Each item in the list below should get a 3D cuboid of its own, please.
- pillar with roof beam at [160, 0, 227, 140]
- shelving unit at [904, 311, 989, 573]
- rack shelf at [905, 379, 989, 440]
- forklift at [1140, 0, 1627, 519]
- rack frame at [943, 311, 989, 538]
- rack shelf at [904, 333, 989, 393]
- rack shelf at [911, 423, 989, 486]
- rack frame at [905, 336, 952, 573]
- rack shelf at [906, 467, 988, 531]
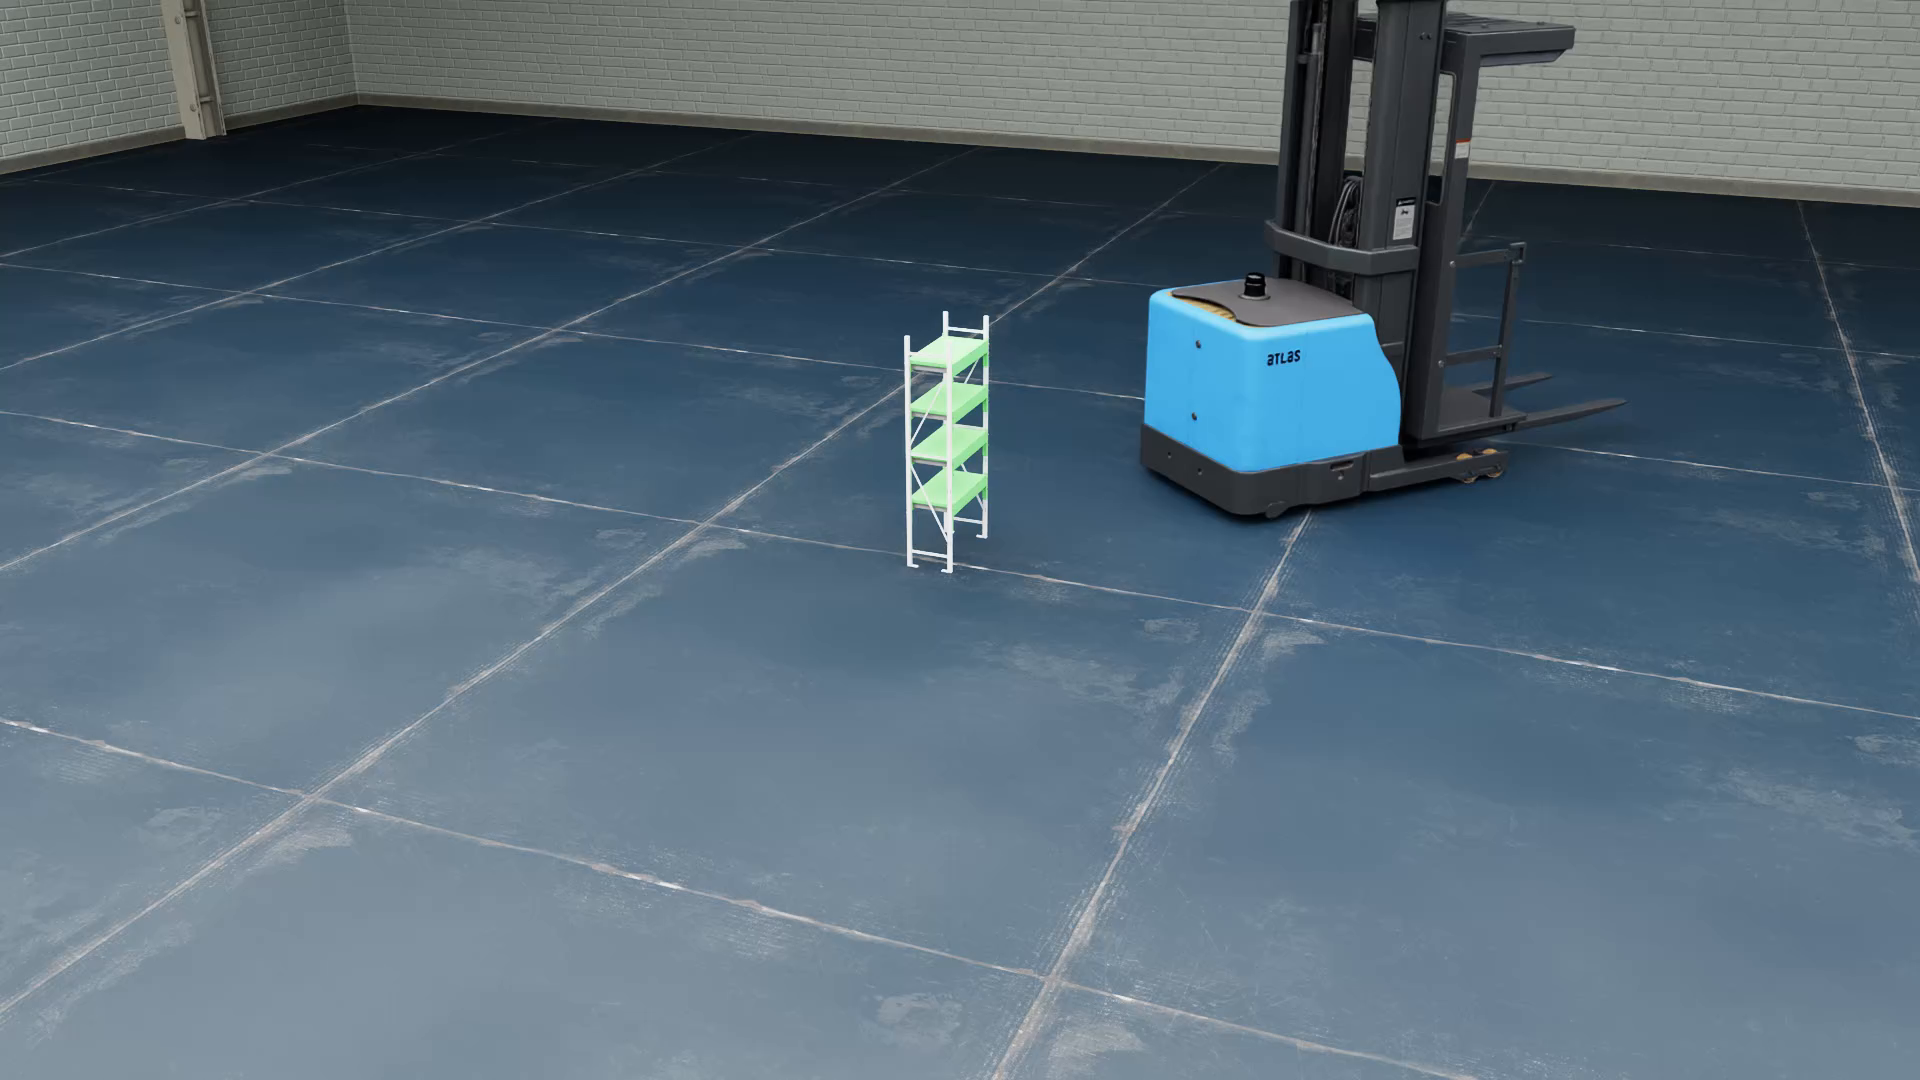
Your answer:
[{"bbox_3d":[-5.477,-8.606,17.678,9.100,9.000,0.400,9,24,20],"label":"pillar with roof beam"},{"bbox_3d":[-0.061,-0.494,8.377,0.258,1.200,0.503,9,24,20],"label":"shelving unit"},{"bbox_3d":[-0.061,-0.657,8.309,0.258,0.148,0.480,9,24,20],"label":"rack shelf"},{"bbox_3d":[2.597,-1.848,9.371,3.031,2.935,1.130,-11,25,-25],"label":"forklift"},{"bbox_3d":[0.029,-0.582,8.586,0.240,1.200,0.015,9,24,20],"label":"rack frame"},{"bbox_3d":[-0.061,-0.878,8.217,0.258,0.148,0.480,9,24,20],"label":"rack shelf"},{"bbox_3d":[-0.061,-0.435,8.402,0.258,0.148,0.480,9,24,20],"label":"rack shelf"},{"bbox_3d":[-0.152,-0.407,8.168,0.240,1.200,0.015,9,24,20],"label":"rack frame"},{"bbox_3d":[-0.061,-0.214,8.494,0.258,0.148,0.480,9,24,20],"label":"rack shelf"}]
